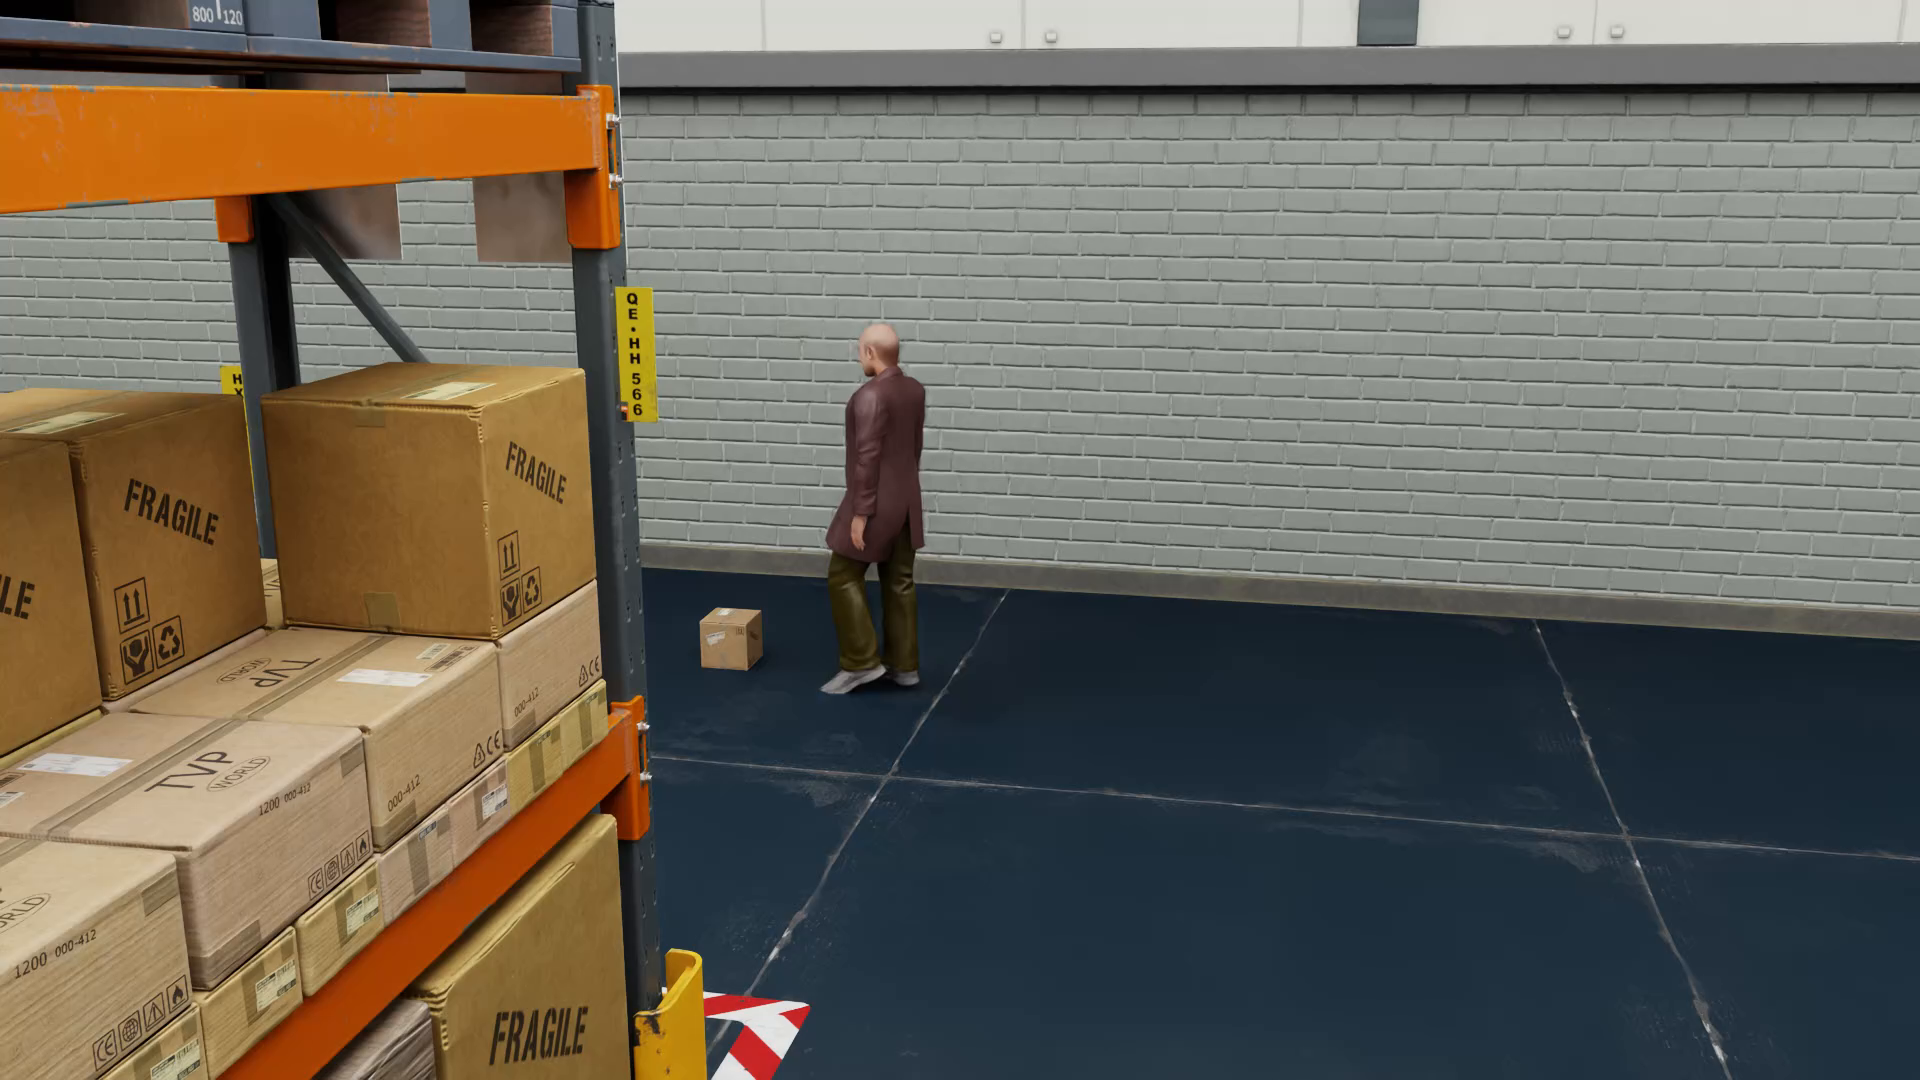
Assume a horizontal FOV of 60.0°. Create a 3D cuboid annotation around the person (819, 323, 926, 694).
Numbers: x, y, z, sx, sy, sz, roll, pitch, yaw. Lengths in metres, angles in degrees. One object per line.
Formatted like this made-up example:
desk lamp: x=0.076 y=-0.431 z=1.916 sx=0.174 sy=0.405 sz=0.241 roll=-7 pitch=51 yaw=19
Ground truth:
person: x=-0.389 y=-0.040 z=8.132 sx=0.437 sy=1.647 sz=0.603 roll=10 pitch=17 yaw=33
